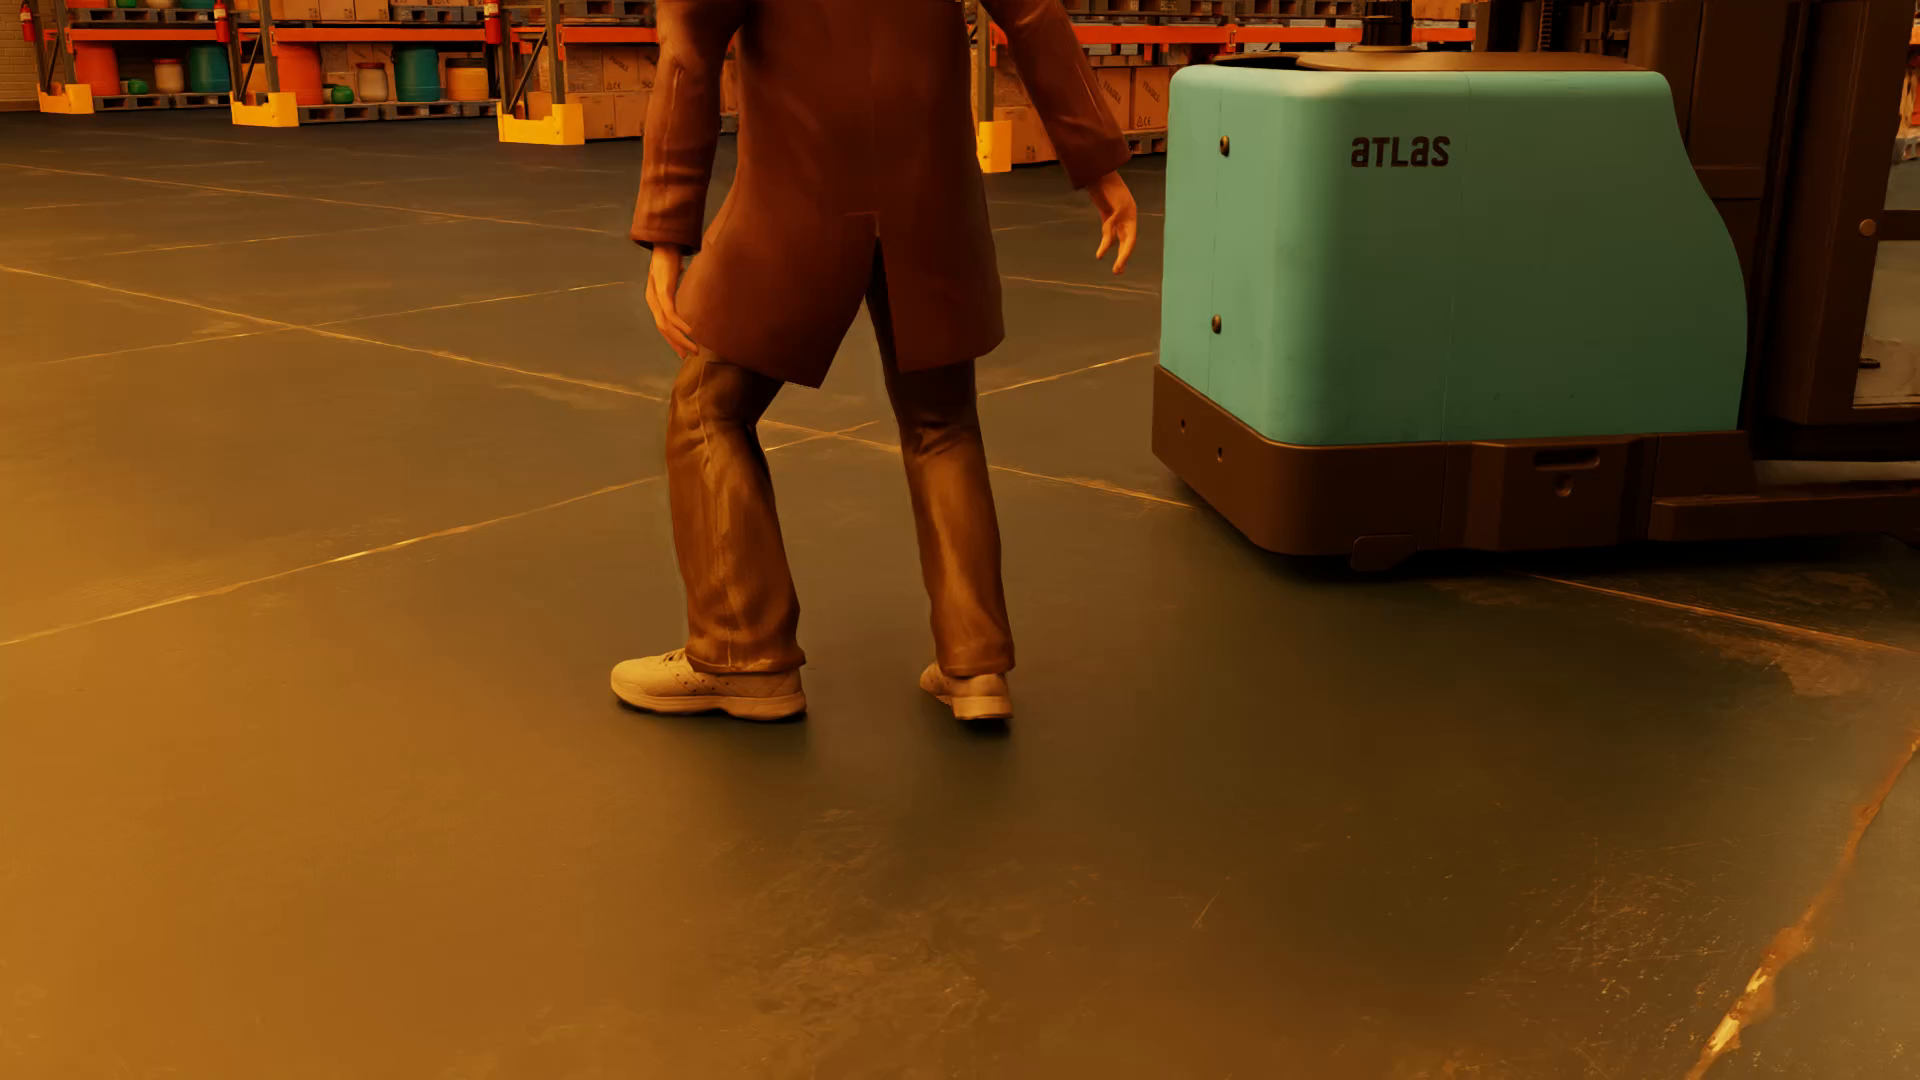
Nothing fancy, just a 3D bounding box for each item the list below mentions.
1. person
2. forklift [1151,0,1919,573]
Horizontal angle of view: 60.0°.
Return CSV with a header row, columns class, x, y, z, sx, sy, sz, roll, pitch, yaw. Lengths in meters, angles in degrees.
class,x,y,z,sx,sy,sz,roll,pitch,yaw
person,-0.155,-0.518,2.796,0.934,1.759,0.552,-5,17,-15
forklift,2.078,-1.514,3.883,3.031,2.935,1.130,-3,17,-9
